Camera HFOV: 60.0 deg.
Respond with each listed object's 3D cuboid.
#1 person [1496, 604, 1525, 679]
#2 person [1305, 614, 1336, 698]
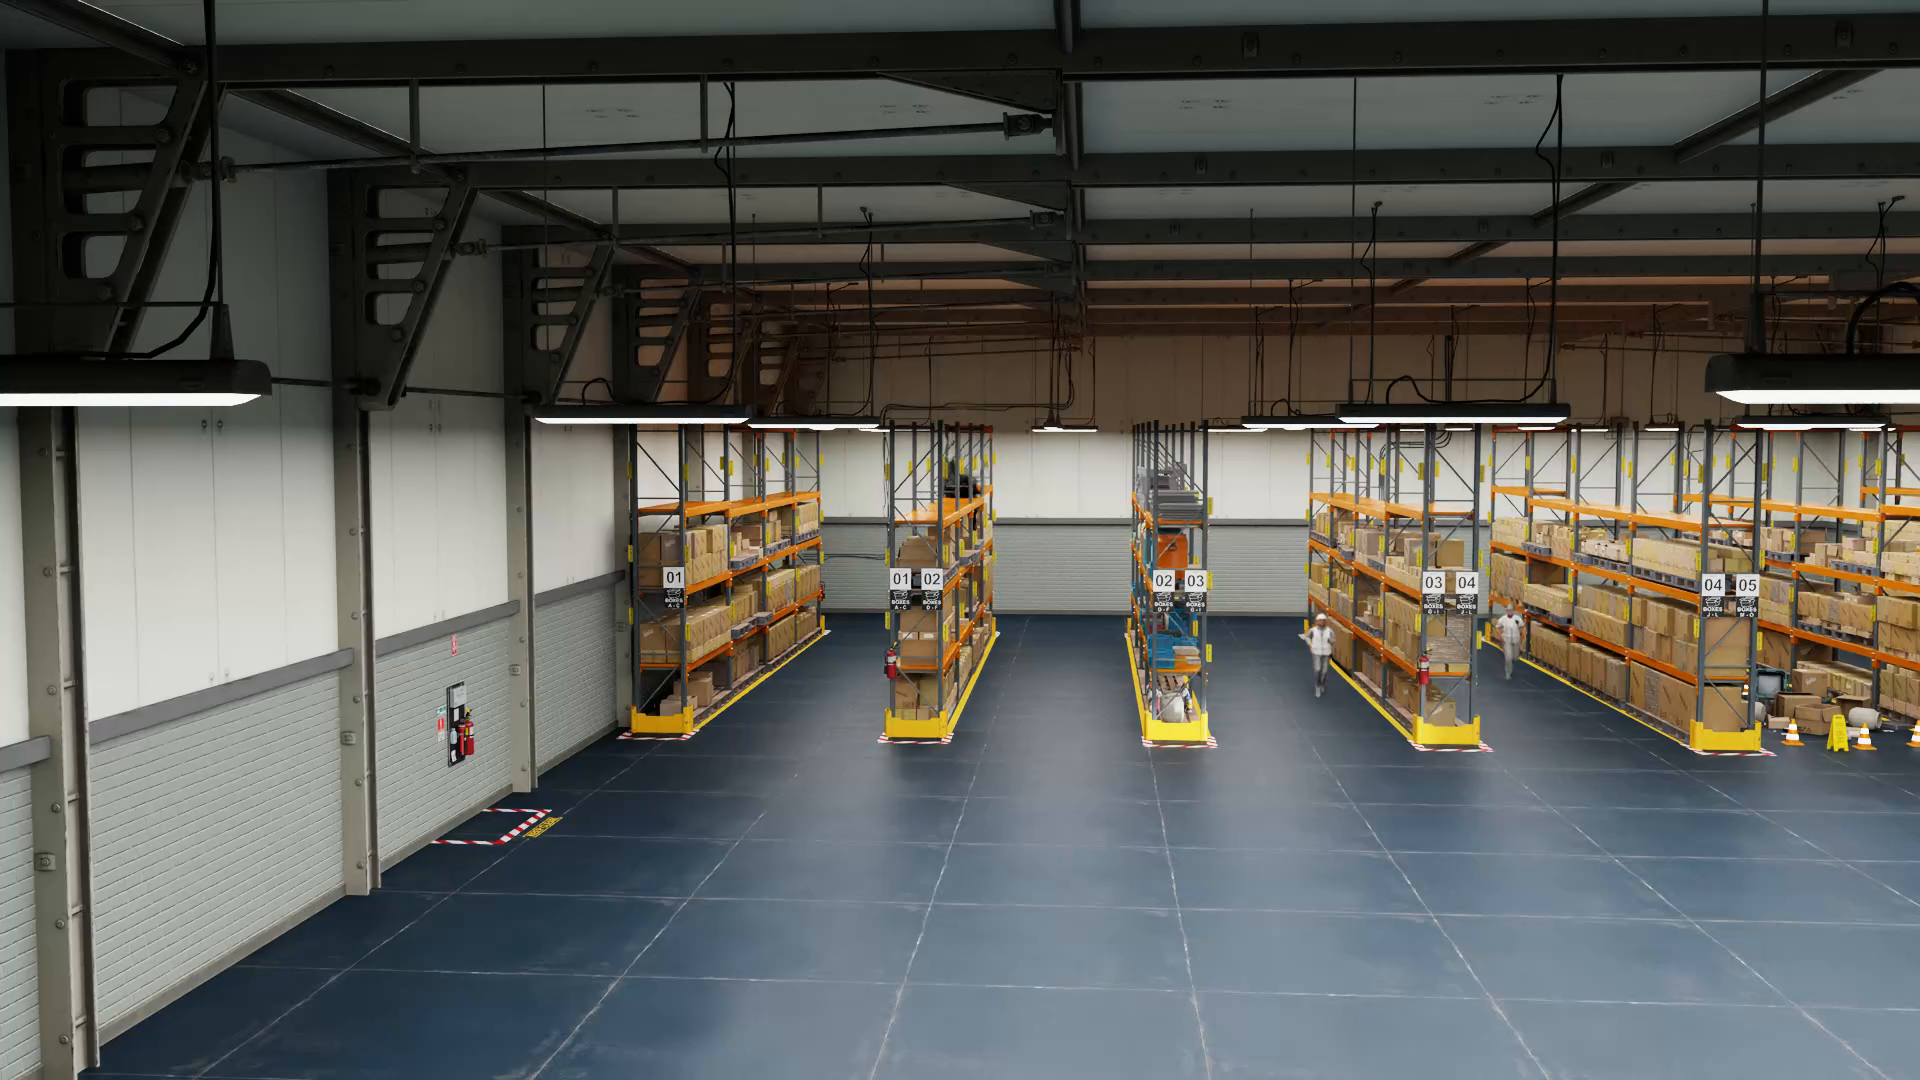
[{"bbox_3d":[12.974,2.377,39.207,0.669,1.770,0.645,1,4,10],"label":"person"},{"bbox_3d":[7.925,2.531,36.476,0.639,1.831,0.731,0,4,2],"label":"person"}]
